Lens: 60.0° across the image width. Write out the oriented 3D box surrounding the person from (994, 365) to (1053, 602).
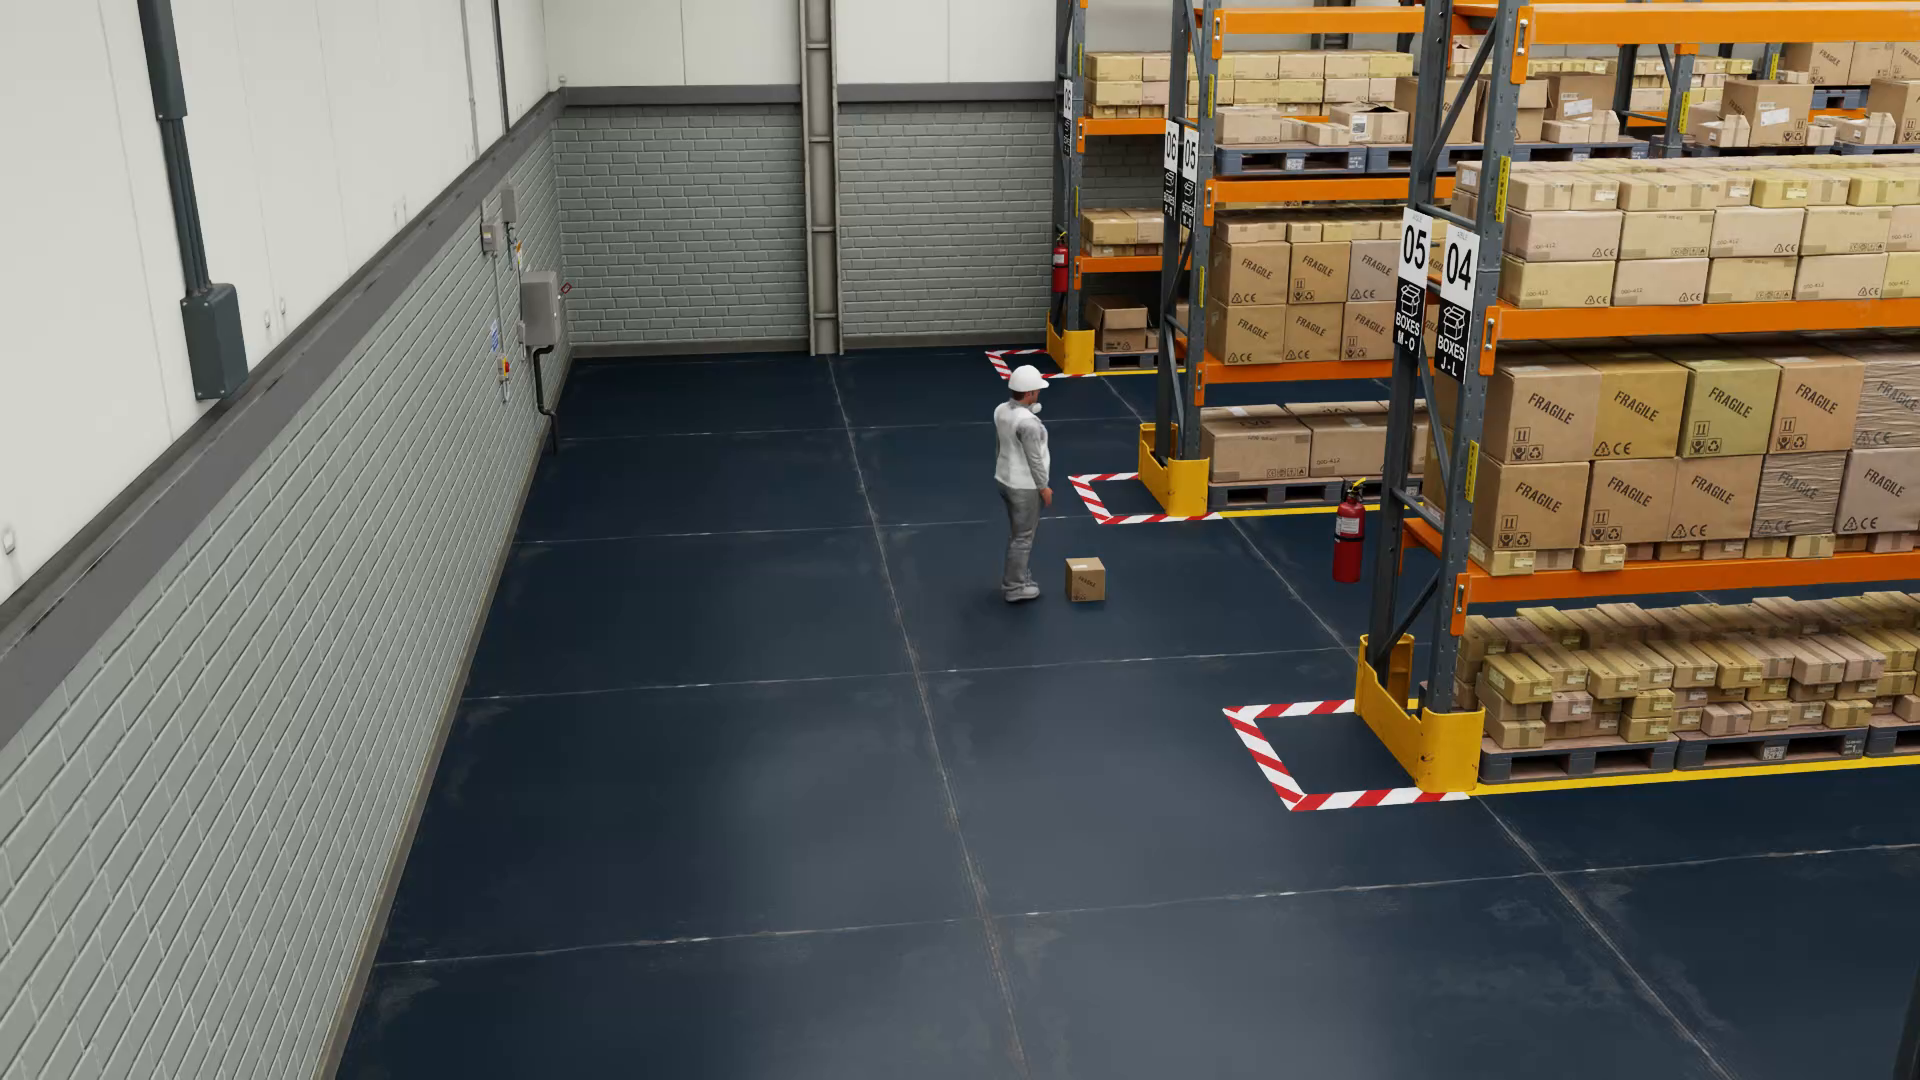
[{"bbox_3d":[0.489,-0.392,12.166,0.447,1.834,0.558,-9,22,-22],"label":"person"}]
